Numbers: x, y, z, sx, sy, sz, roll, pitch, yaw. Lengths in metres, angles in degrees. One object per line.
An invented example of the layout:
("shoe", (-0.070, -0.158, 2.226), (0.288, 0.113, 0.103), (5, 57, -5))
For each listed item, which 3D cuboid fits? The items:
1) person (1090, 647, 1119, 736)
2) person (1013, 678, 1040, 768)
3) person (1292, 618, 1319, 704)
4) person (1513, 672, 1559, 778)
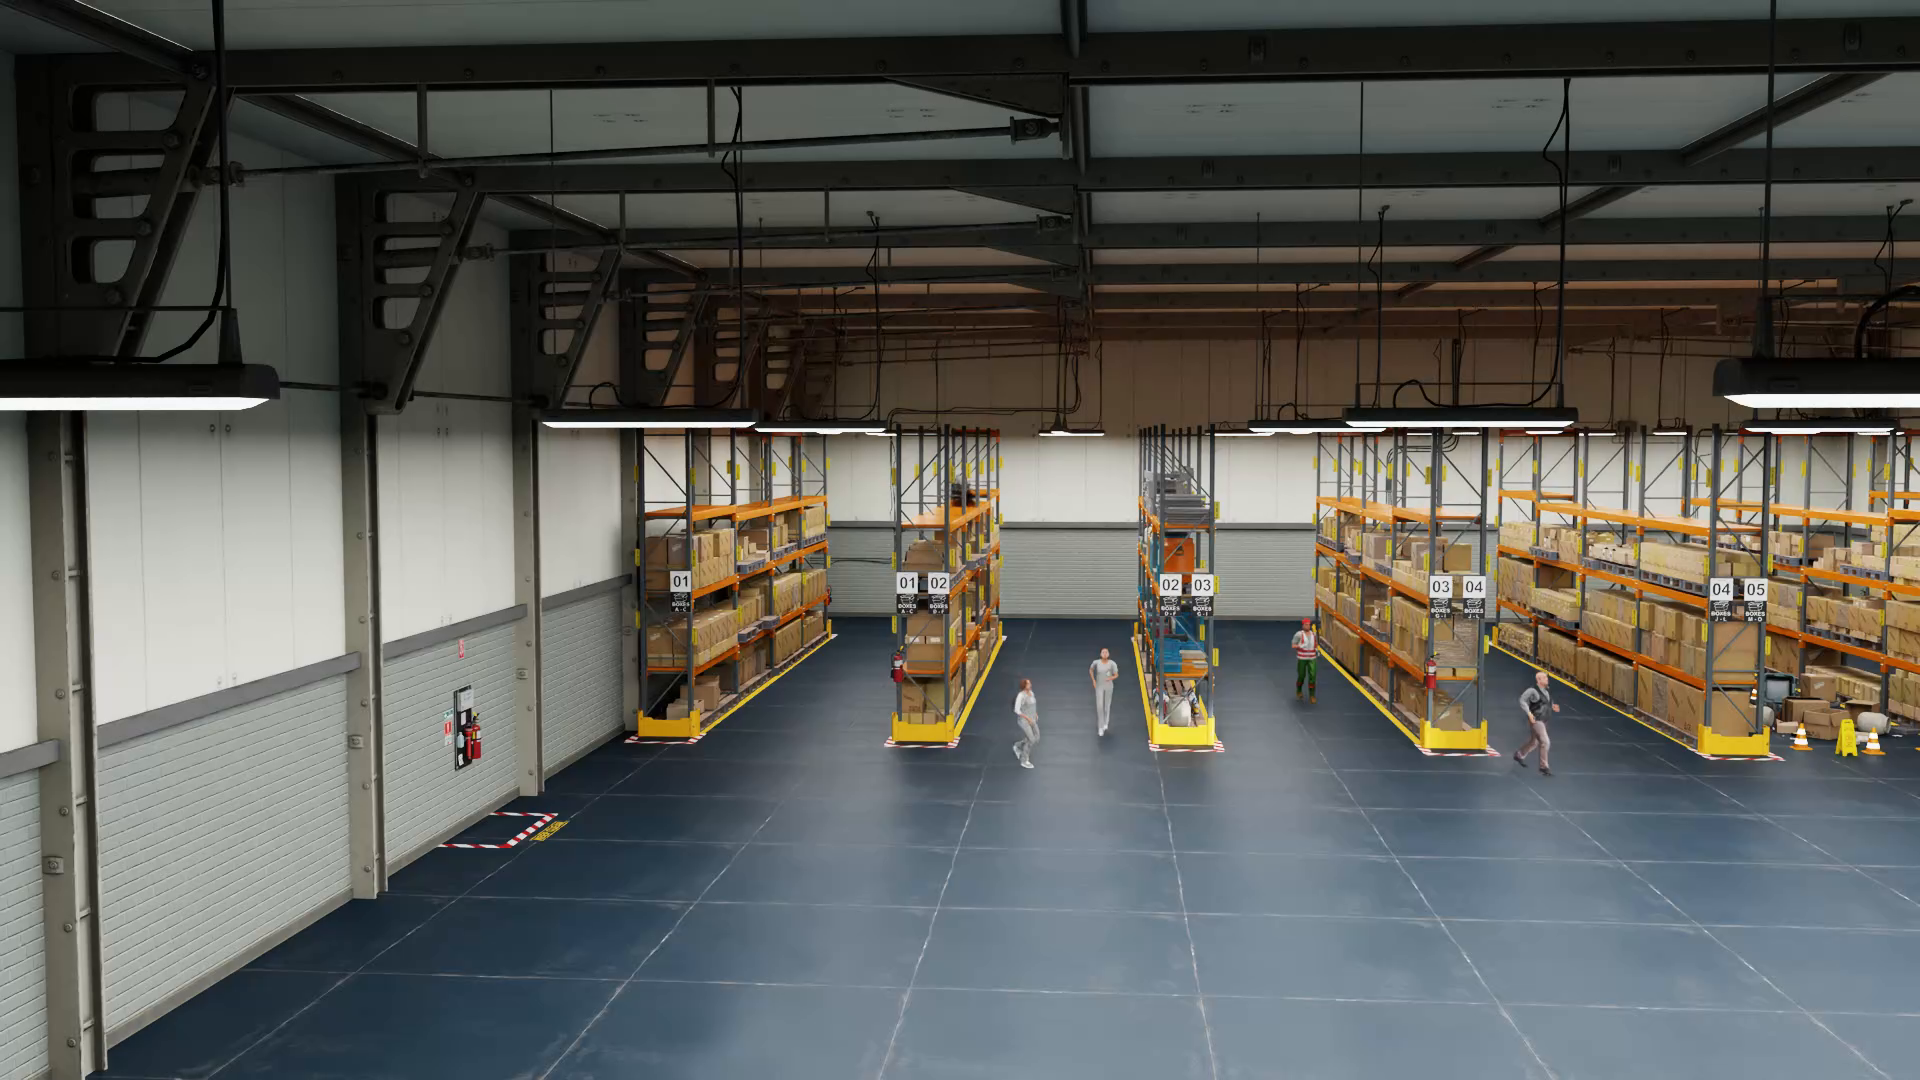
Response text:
("person", (2.803, 2.932, 32.364), (0.559, 1.724, 0.679), (0, 3, 3))
("person", (1.138, 3.184, 29.036), (0.496, 1.566, 0.541), (2, 4, 35))
("person", (7.511, 2.597, 36.053), (0.645, 1.799, 0.899), (0, 3, -5))
("person", (9.862, 3.124, 28.468), (0.656, 1.757, 0.836), (-3, 5, -44))
